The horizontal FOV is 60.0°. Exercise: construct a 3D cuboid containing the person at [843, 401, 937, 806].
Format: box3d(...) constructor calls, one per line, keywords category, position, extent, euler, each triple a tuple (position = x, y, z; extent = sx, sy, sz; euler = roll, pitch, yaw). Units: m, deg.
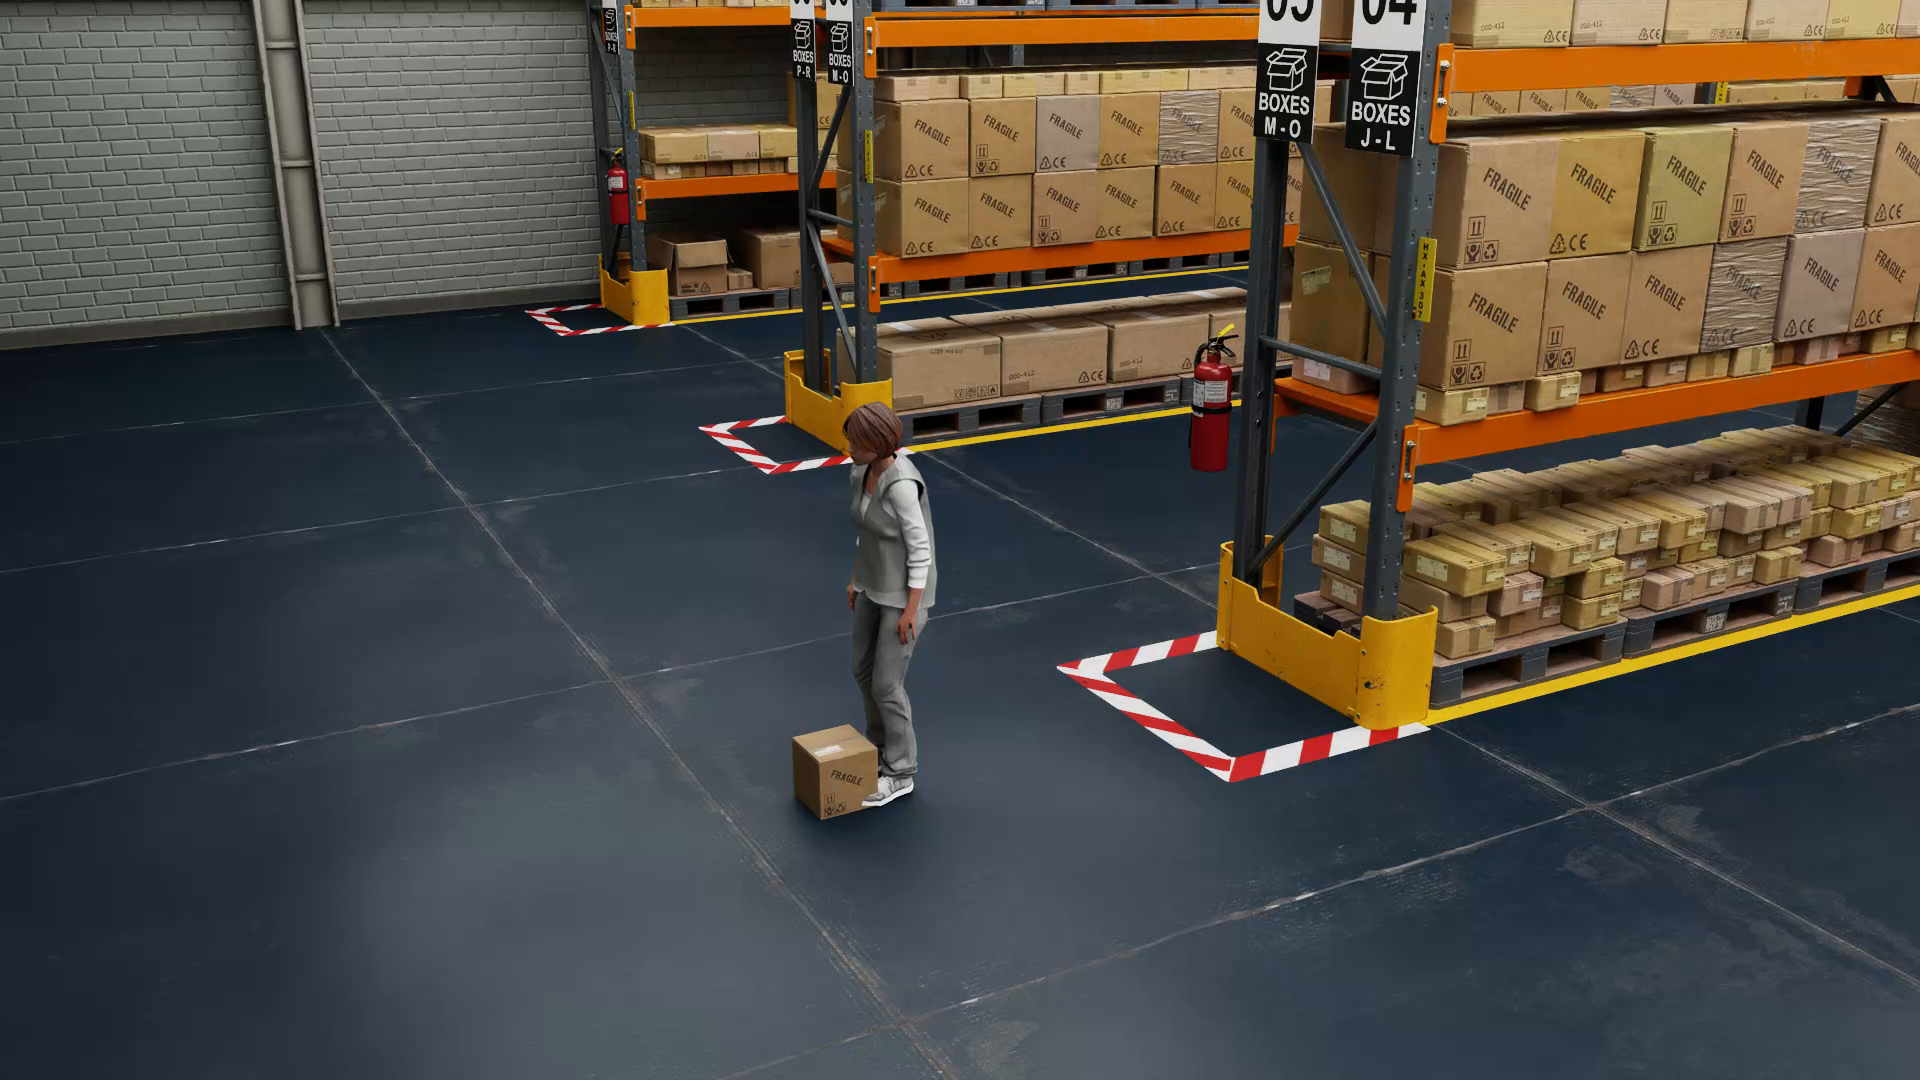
box3d(category="person", position=(-0.296, 0.234, 6.391), extent=(0.378, 1.592, 0.480), euler=(-11, 22, -30))
